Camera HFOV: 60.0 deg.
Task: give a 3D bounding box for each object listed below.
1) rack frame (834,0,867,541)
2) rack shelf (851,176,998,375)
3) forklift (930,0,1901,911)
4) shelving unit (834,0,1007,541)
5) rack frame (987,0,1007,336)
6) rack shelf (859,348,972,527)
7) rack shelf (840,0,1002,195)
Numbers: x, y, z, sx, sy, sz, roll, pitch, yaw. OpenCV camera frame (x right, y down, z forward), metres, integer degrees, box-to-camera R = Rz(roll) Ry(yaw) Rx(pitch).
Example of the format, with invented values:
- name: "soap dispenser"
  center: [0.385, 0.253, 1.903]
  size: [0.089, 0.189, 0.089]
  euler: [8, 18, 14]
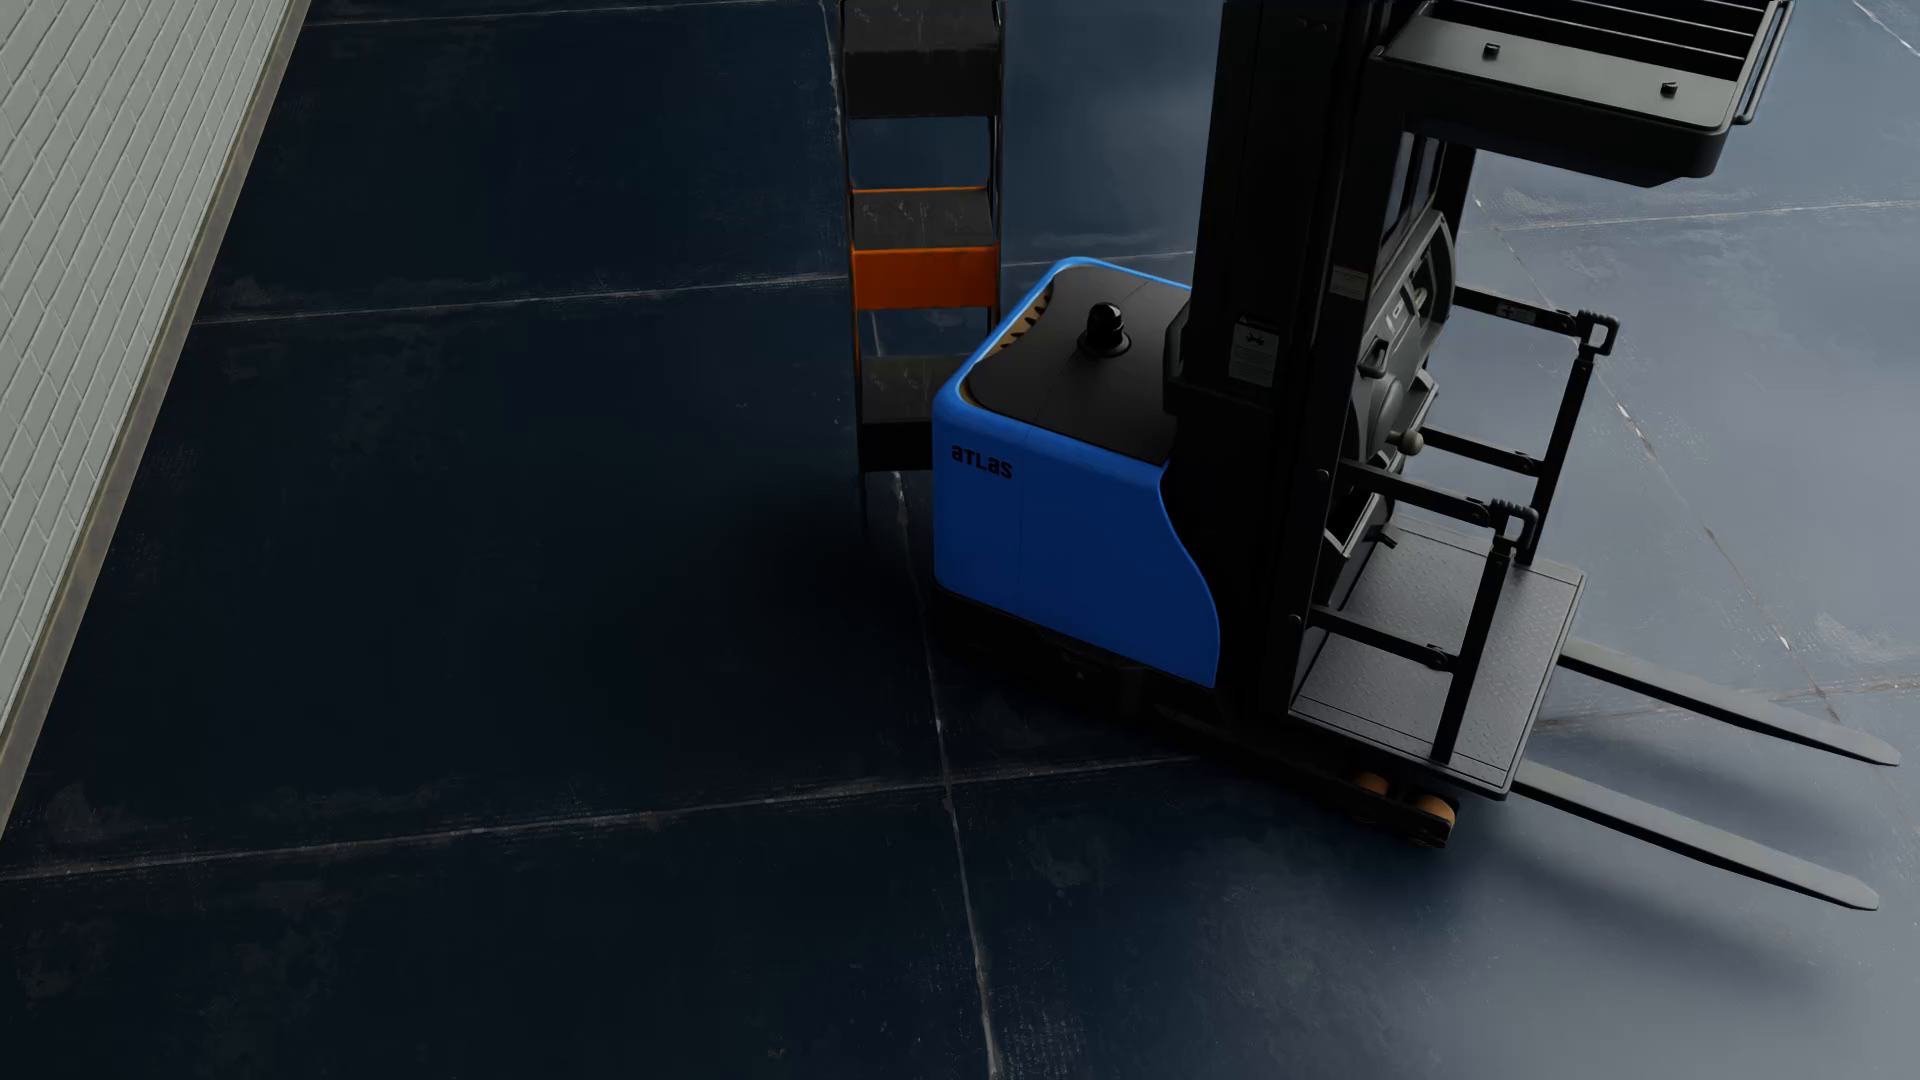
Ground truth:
- name: "rack frame"
  center: [-0.370, -0.908, 5.689]
  size: [0.015, 2.100, 0.400]
  euler: [-2, 42, -2]
- name: "rack shelf"
  center: [-0.126, -0.907, 5.709]
  size: [0.480, 0.518, 0.431]
  euler: [-2, 42, -2]
- name: "forklift"
  center: [1.441, -0.542, 4.663]
  size: [3.031, 2.935, 1.130]
  euler: [20, 46, 21]
- name: "shelving unit"
  center: [-0.126, -0.918, 5.700]
  size: [0.503, 2.100, 0.431]
  euler: [-2, 42, -2]
- name: "rack frame"
  center: [0.118, -0.927, 5.710]
  size: [0.015, 2.100, 0.400]
  euler: [-2, 42, -2]
- name: "rack shelf"
  center: [-0.126, -0.388, 6.178]
  size: [0.480, 0.518, 0.431]
  euler: [-2, 42, -2]
- name: "rack shelf"
  center: [-0.126, -1.427, 5.240]
  size: [0.480, 0.518, 0.431]
  euler: [-2, 42, -2]
